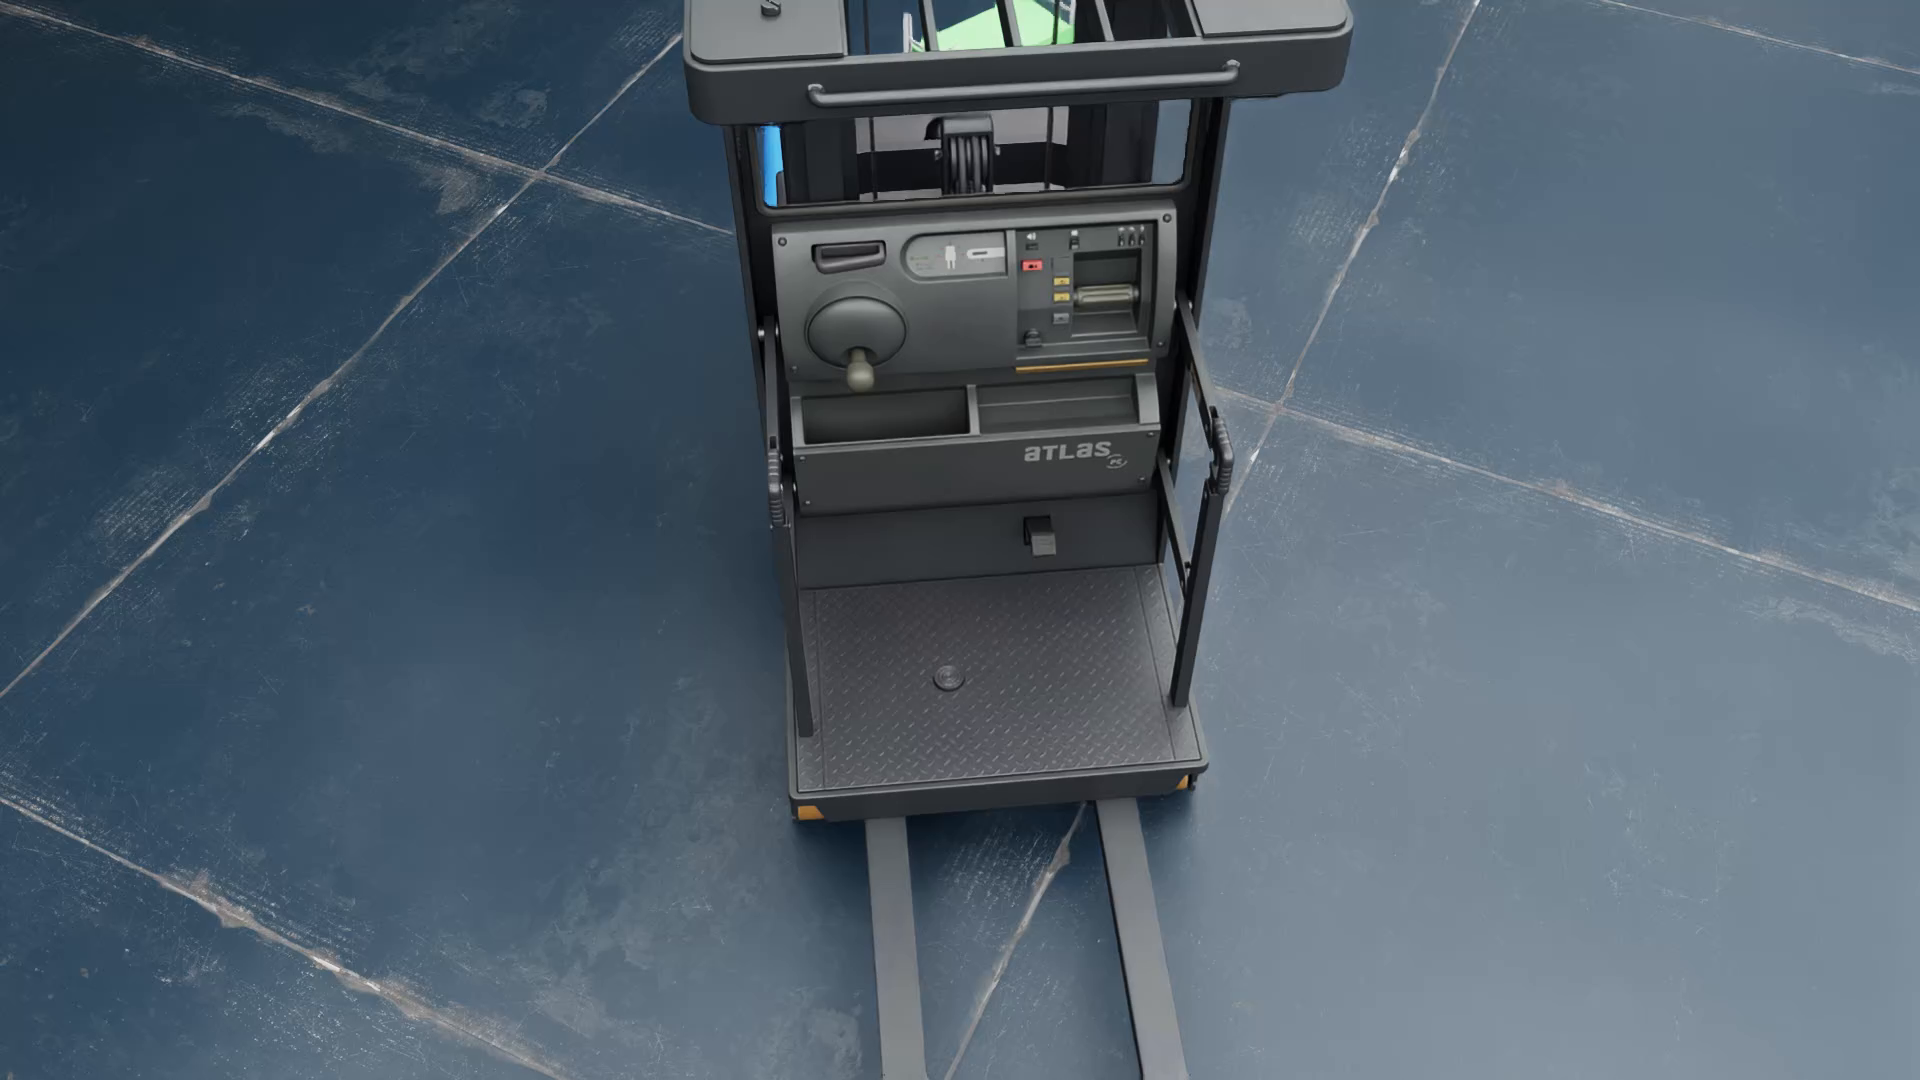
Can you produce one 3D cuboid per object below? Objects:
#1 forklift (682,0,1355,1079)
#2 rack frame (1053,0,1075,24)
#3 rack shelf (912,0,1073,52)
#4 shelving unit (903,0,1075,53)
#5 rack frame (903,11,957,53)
[{"bbox_3d":[0.062,-0.459,3.716,1.130,2.935,3.031,-4,50,-4],"label":"forklift"},{"bbox_3d":[0.289,-1.376,5.633,0.015,1.200,0.240,-32,57,-24],"label":"rack frame"},{"bbox_3d":[0.099,-1.528,5.216,0.480,0.148,0.258,-32,57,-24],"label":"rack shelf"},{"bbox_3d":[0.099,-1.259,5.533,0.503,1.200,0.258,-32,57,-24],"label":"shelving unit"},{"bbox_3d":[-0.091,-1.142,5.434,0.015,1.200,0.240,-32,57,-24],"label":"rack frame"}]
